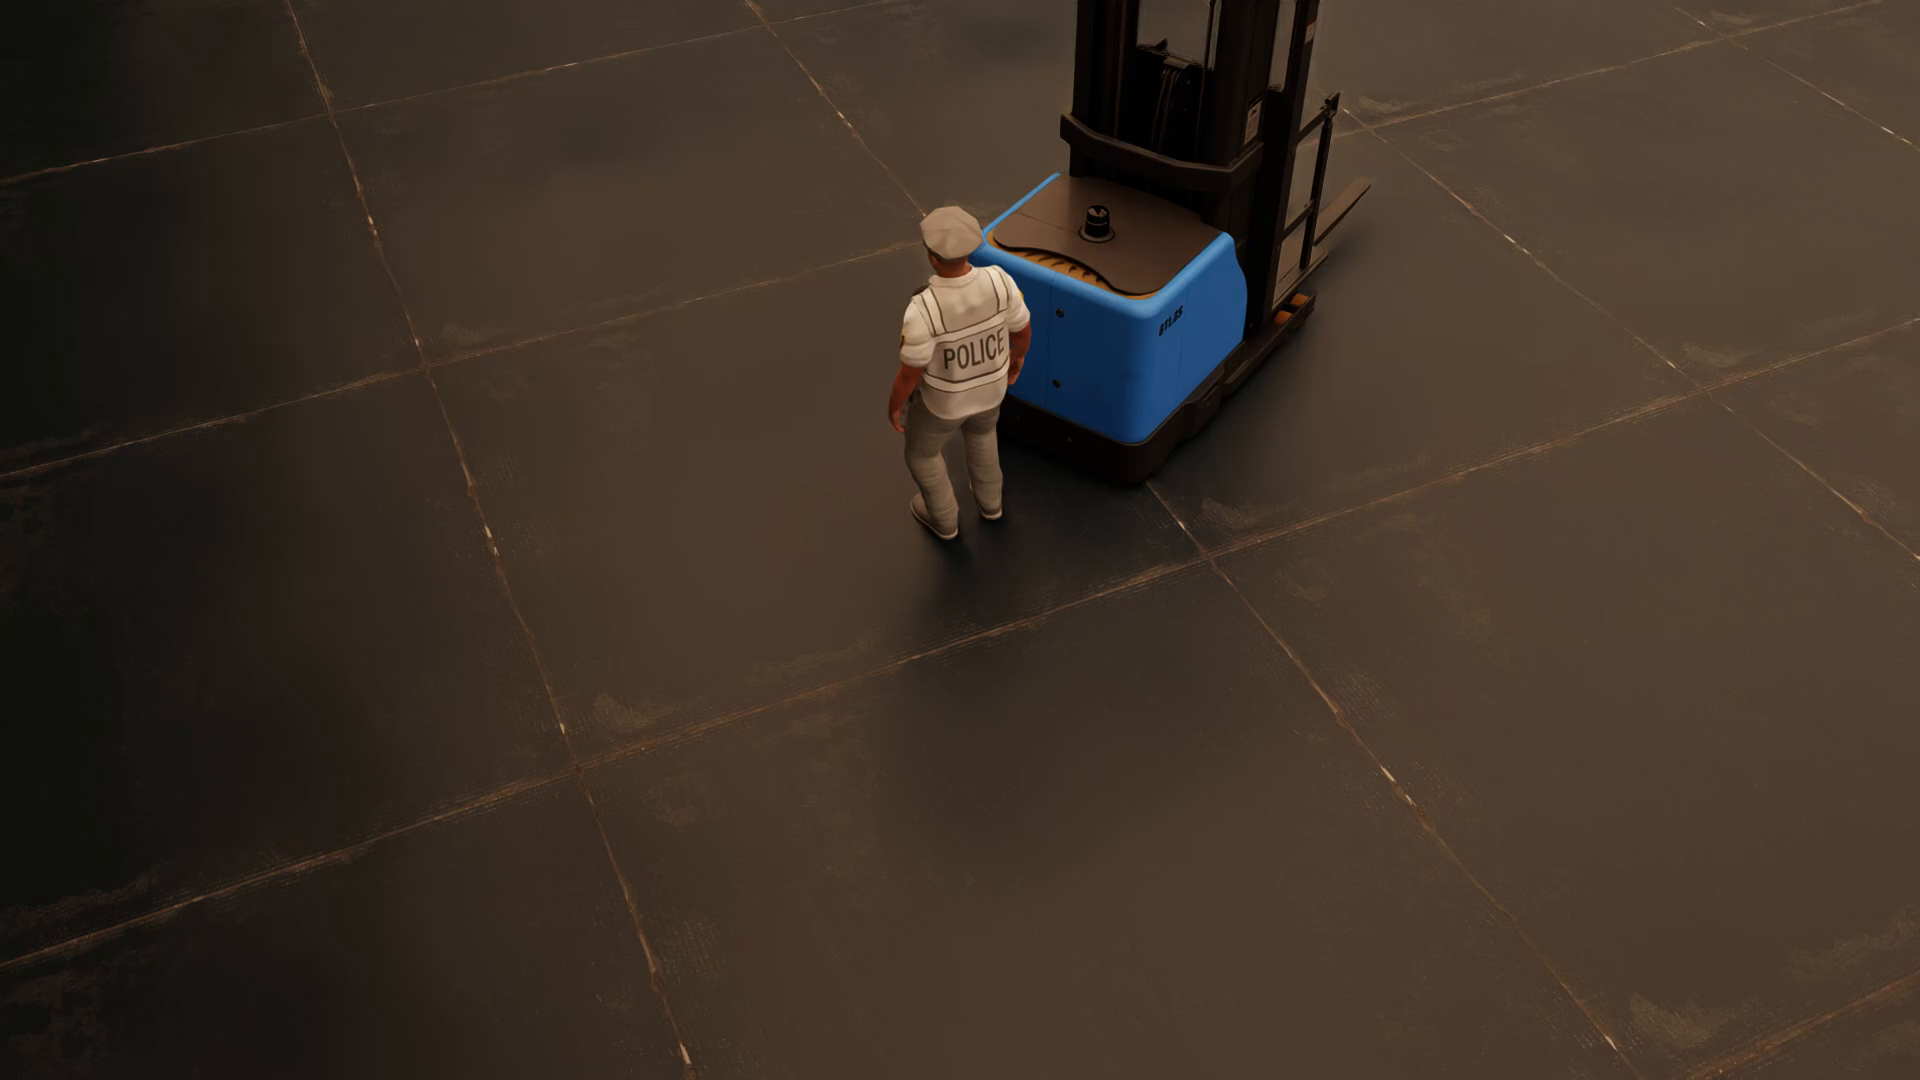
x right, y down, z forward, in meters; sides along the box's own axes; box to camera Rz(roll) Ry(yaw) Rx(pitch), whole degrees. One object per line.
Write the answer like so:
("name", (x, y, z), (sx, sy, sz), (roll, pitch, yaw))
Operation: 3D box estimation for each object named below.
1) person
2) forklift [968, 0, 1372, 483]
("person", (-0.034, -0.713, 7.307), (0.691, 1.757, 0.484), (-20, 47, -20))
("forklift", (1.278, -2.313, 8.159), (1.130, 2.935, 3.031), (26, 49, 25))
